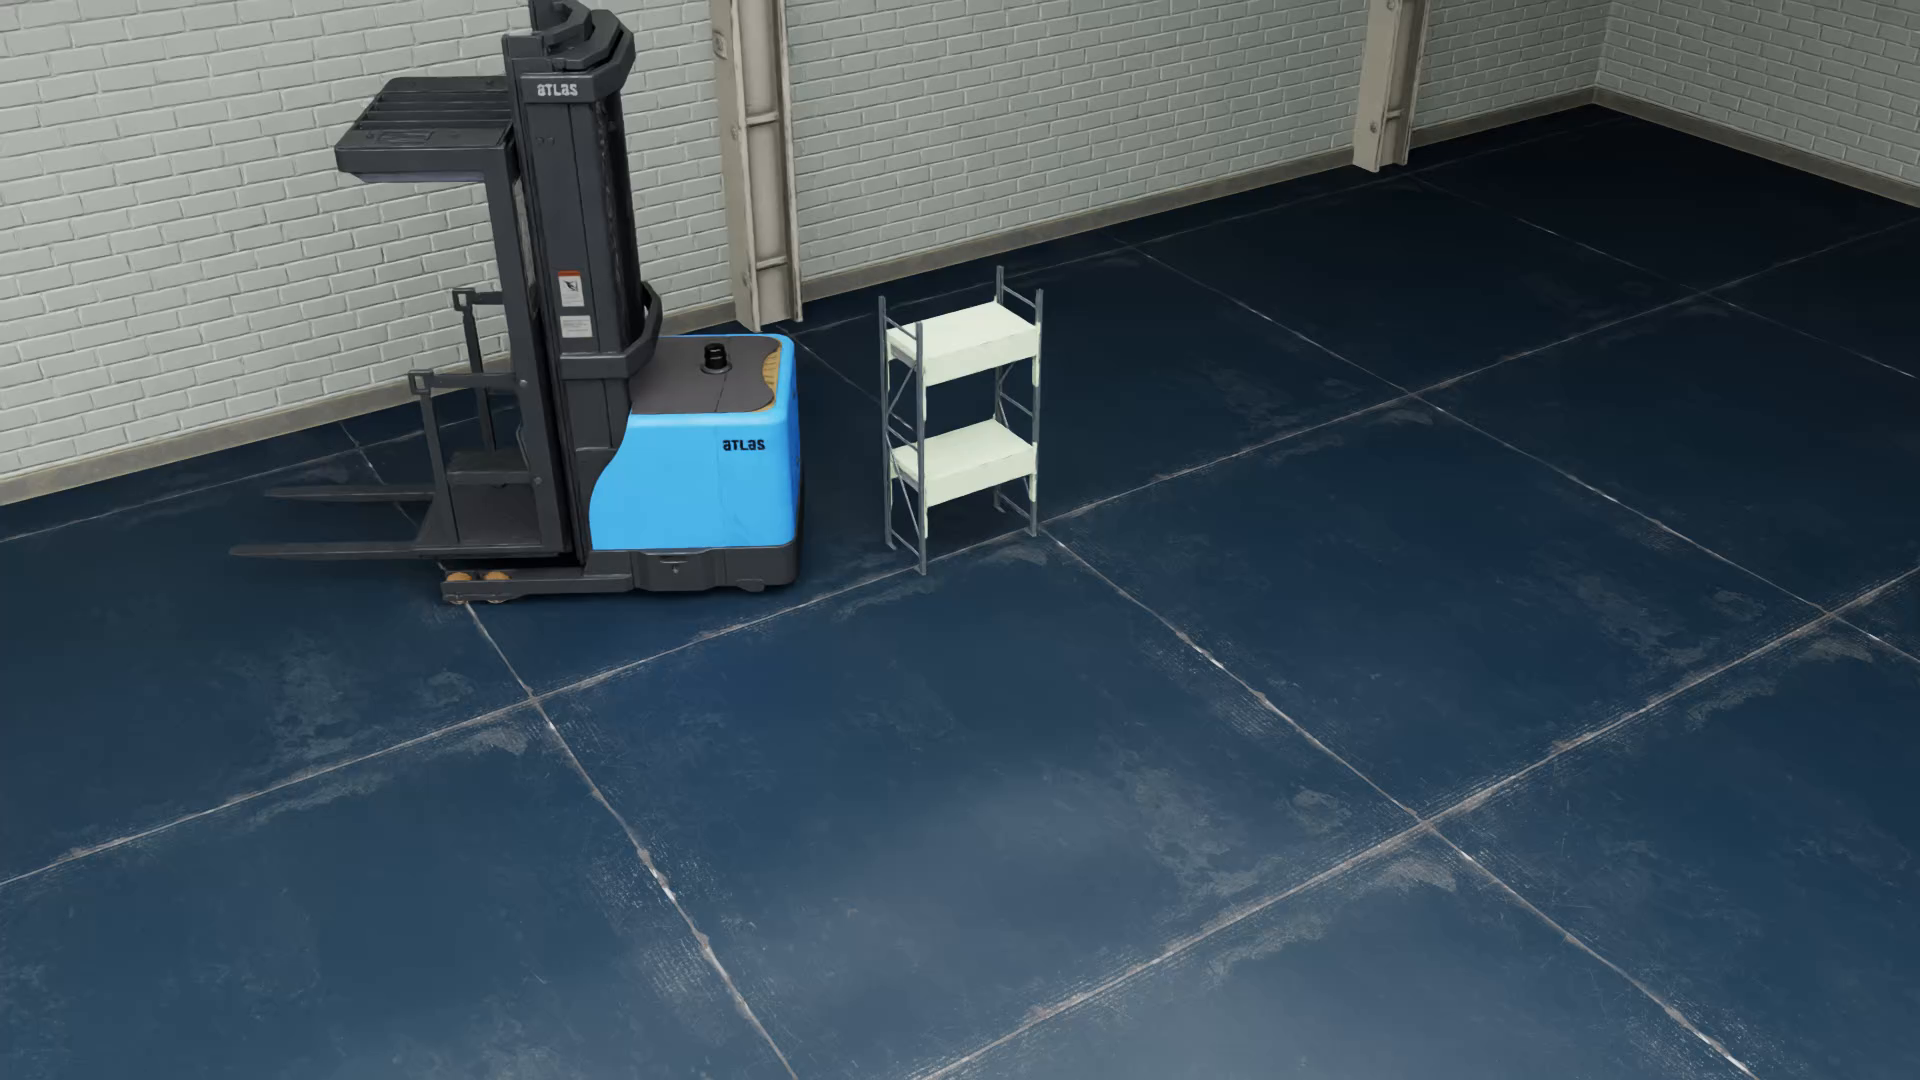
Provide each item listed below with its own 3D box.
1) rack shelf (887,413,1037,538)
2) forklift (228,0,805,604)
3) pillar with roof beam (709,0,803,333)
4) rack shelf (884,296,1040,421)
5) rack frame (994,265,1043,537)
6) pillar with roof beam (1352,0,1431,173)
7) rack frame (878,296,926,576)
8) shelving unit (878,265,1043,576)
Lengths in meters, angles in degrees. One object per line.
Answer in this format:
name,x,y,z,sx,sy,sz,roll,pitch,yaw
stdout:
rack shelf,0.006,-0.361,9.148,0.720,0.370,0.431,-19,37,-27
forklift,-2.395,-1.188,8.508,3.031,2.935,1.130,-1,32,-2
pillar with roof beam,0.968,-3.451,6.408,0.400,9.000,9.100,-19,37,-27
rack shelf,0.006,-0.966,8.766,0.720,0.370,0.431,-19,37,-27
rack frame,0.313,-0.742,9.142,0.023,1.500,0.400,-19,37,-27
pillar with roof beam,6.011,-5.185,9.157,0.400,9.000,9.100,-19,37,-27
rack frame,-0.302,-0.530,8.807,0.023,1.500,0.400,-19,37,-27
shelving unit,0.006,-0.636,8.974,0.755,1.500,0.431,-19,37,-27
